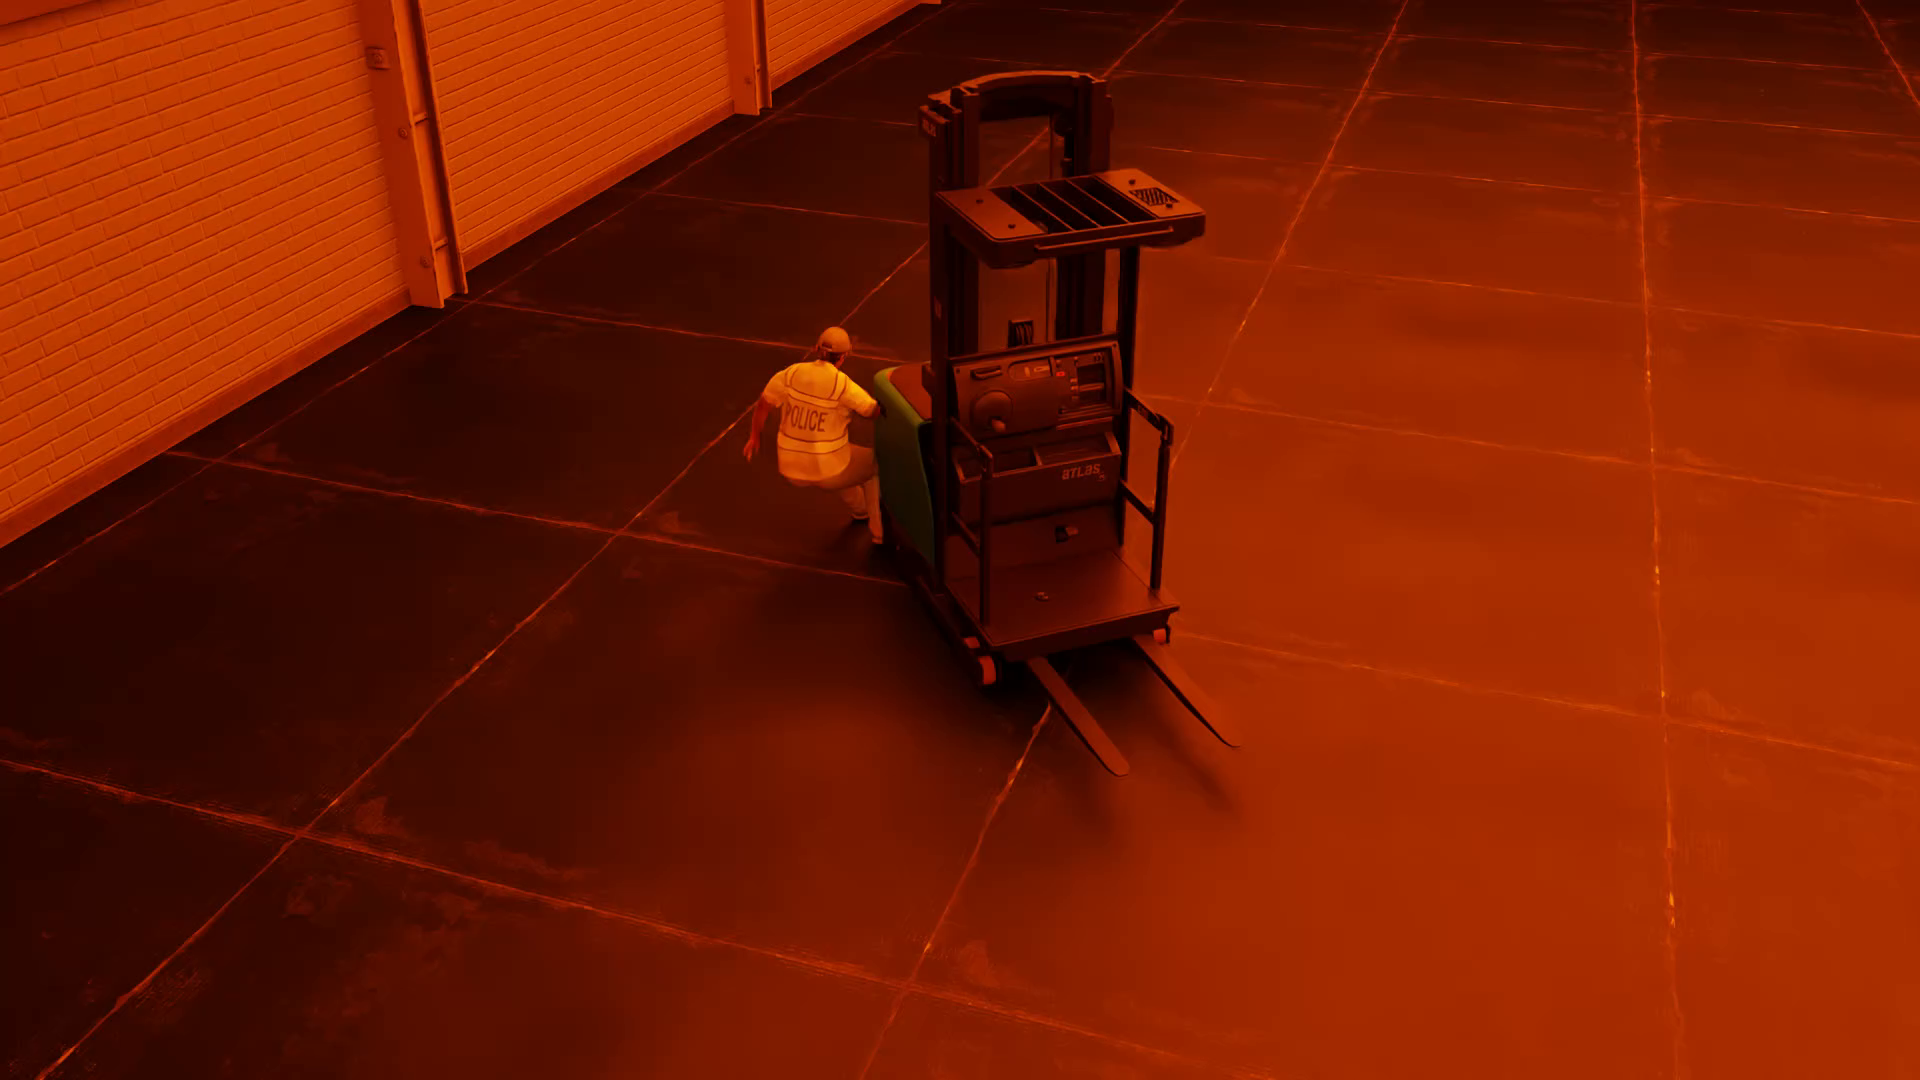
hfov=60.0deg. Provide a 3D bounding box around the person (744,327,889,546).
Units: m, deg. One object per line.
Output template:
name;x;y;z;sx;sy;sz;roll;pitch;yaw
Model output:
person;-0.748;-0.610;9.840;0.870;1.444;0.906;12;32;20

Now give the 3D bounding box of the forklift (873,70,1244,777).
forklift;0.489;-0.740;8.435;1.130;2.935;3.031;-11;32;-19
